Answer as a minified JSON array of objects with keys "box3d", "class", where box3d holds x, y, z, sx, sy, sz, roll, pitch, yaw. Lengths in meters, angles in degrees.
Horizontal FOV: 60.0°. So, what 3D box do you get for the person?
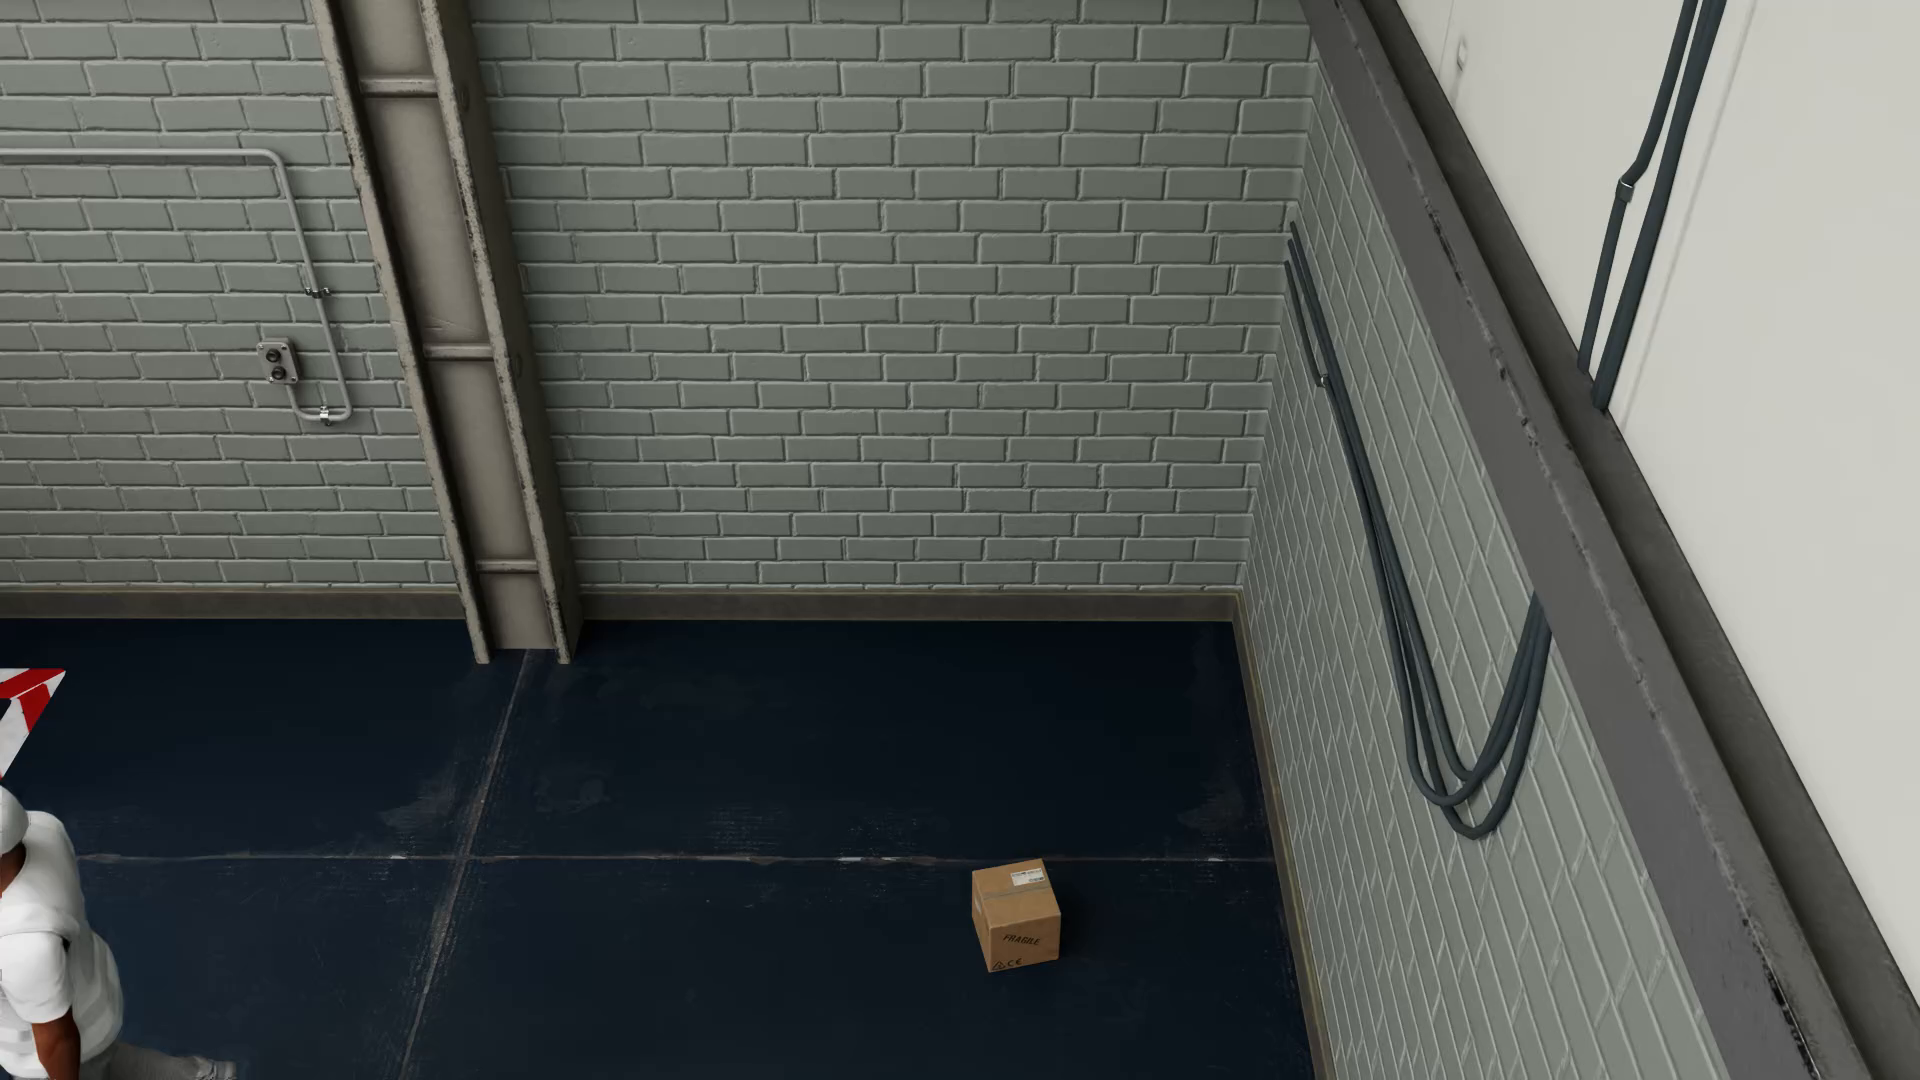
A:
[{"box3d":[-2.426,1.276,4.545,0.556,1.754,0.571,-16,42,-19],"class":"person"}]
